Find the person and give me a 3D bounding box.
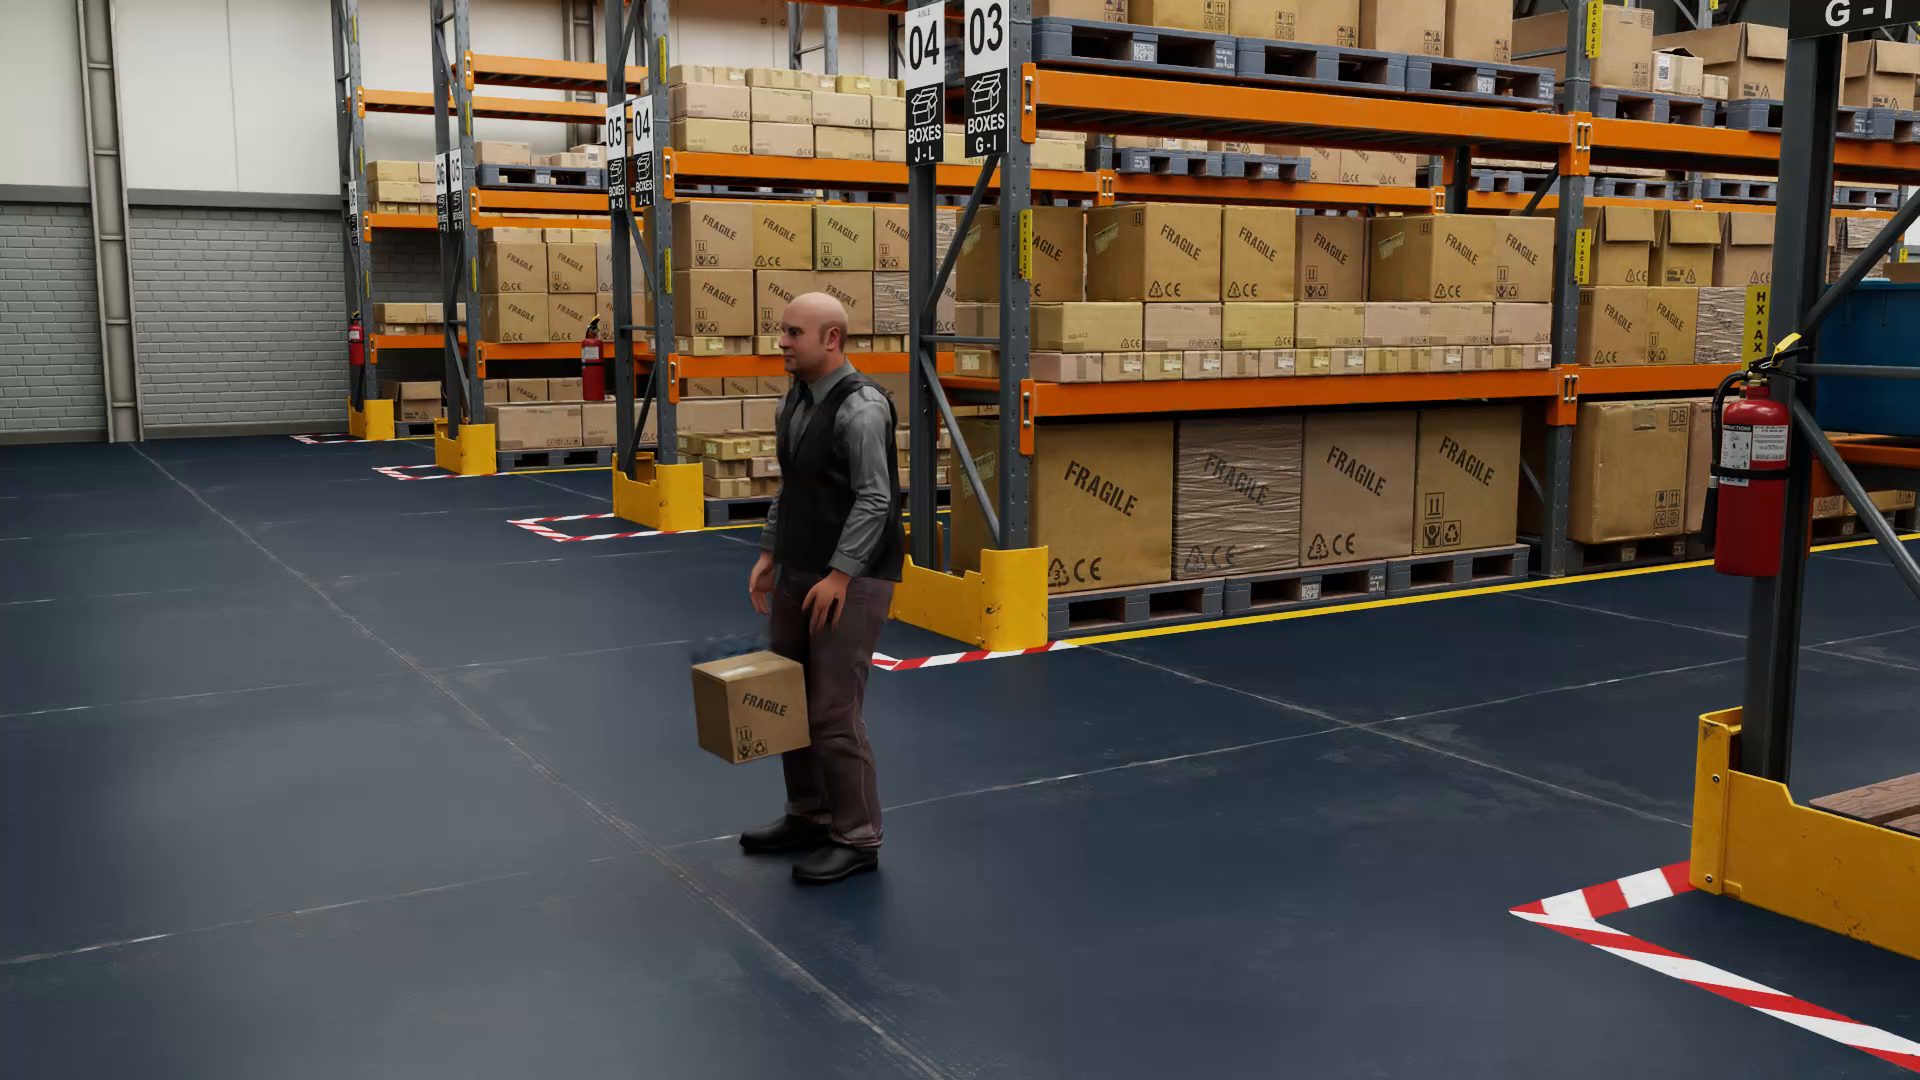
[{"bbox_3d":[-0.389,0.127,4.995,0.421,1.725,0.560,-5,10,-32],"label":"person"}]
